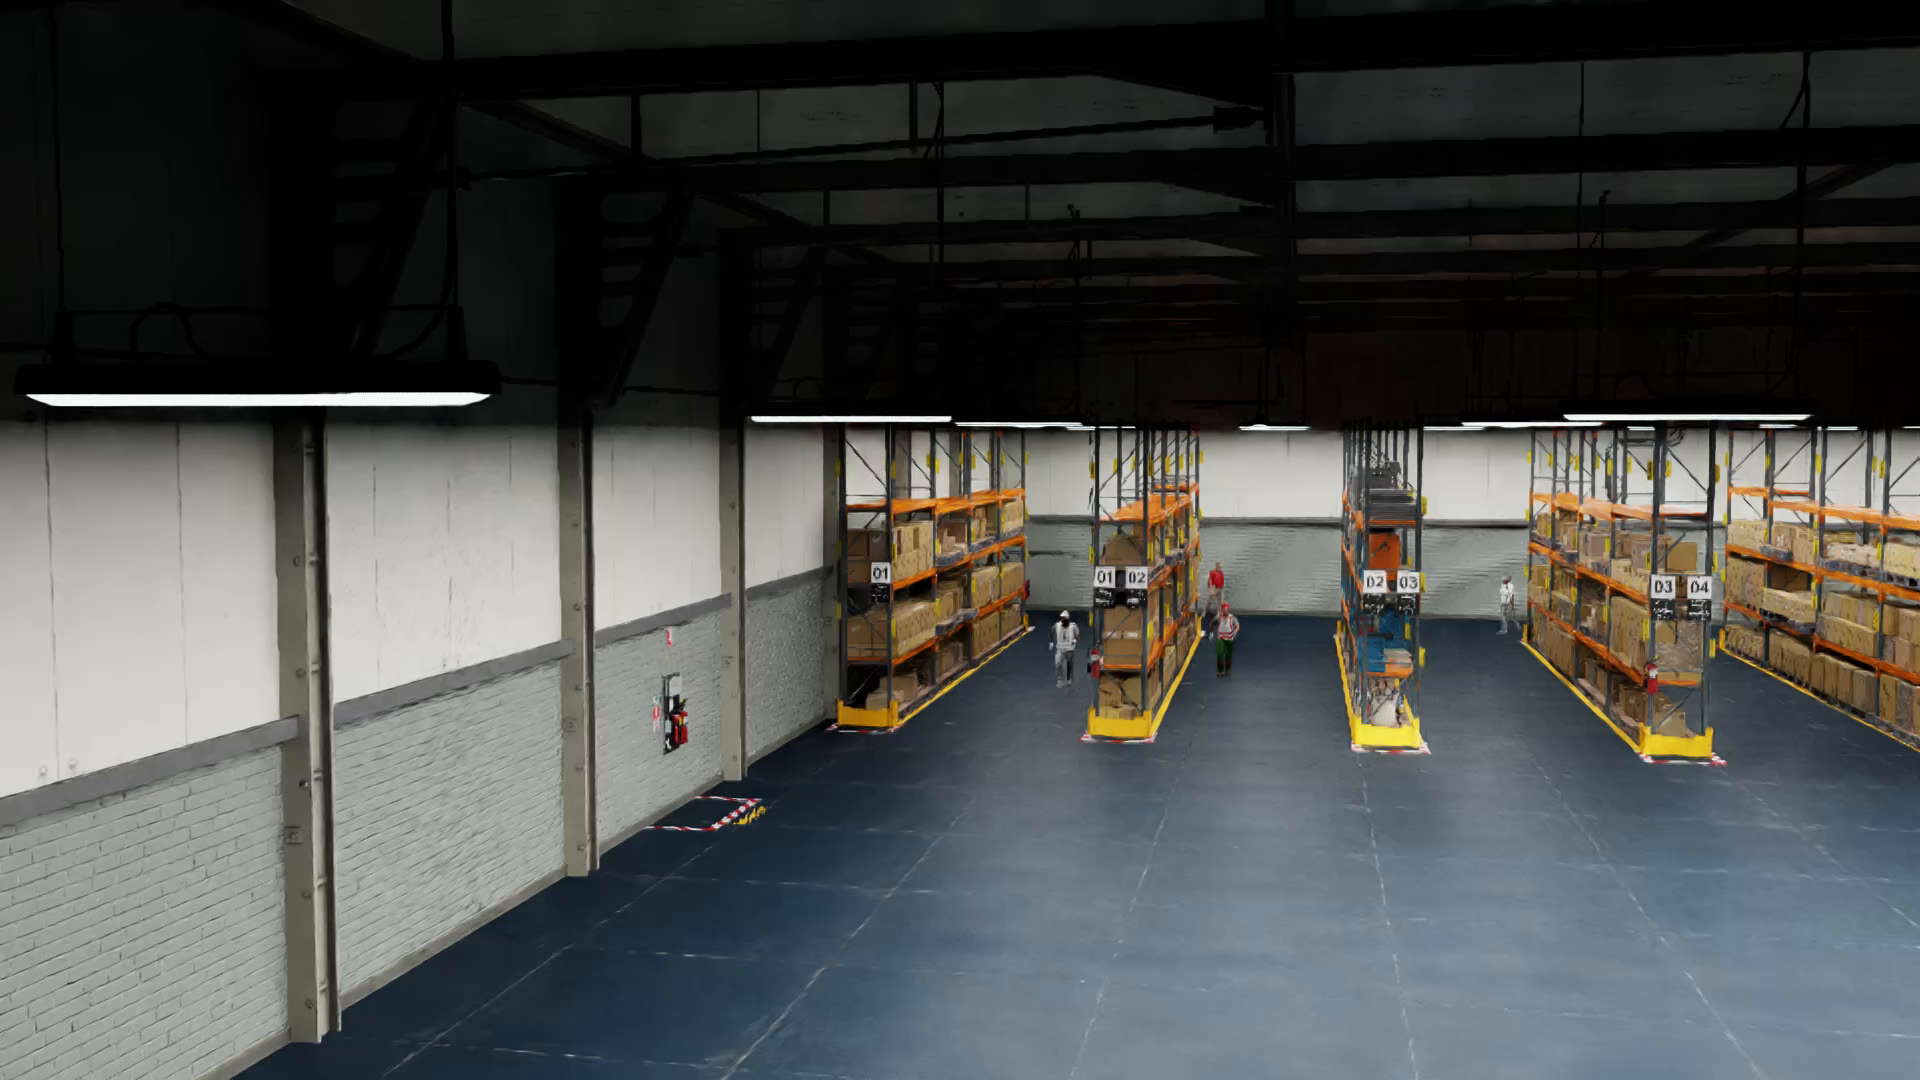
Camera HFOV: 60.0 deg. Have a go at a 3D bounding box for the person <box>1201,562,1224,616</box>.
[{"bbox_3d":[7.835,1.533,51.438,0.715,1.712,0.642,-2,4,-30],"label":"person"}]

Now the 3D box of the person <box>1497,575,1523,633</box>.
[{"bbox_3d":[15.727,1.818,47.587,0.662,1.655,0.593,-2,4,-27],"label":"person"}]

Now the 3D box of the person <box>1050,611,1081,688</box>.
[{"bbox_3d":[2.364,2.433,37.432,0.719,1.709,0.872,0,4,7],"label":"person"}]

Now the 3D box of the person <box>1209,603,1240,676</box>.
[{"bbox_3d":[6.216,2.320,39.121,0.710,1.728,0.816,0,4,7],"label":"person"}]
